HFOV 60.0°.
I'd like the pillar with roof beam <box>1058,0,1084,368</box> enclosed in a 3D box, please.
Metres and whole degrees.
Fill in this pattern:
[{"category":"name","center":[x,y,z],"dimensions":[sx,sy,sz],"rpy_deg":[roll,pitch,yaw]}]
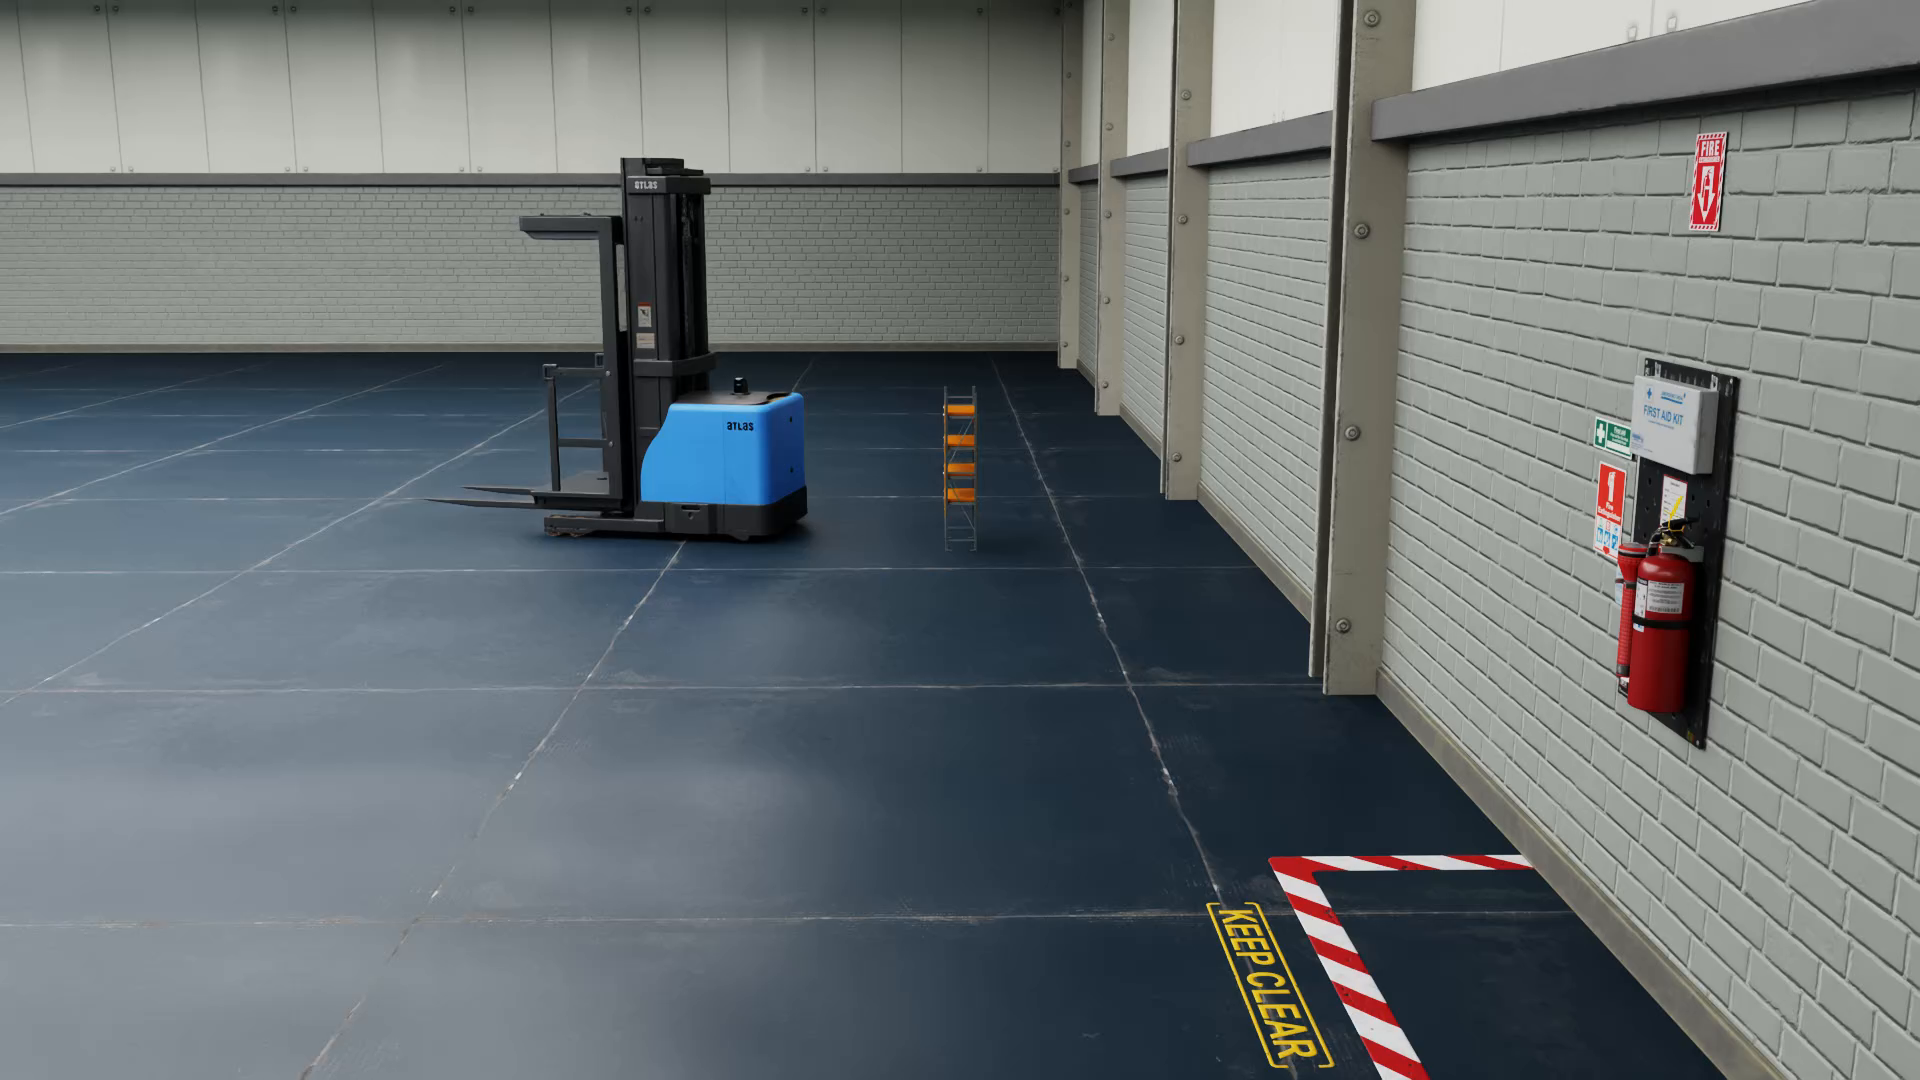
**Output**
[{"category":"pillar with roof beam","center":[-2.560,-7.178,25.806],"dimensions":[9.100,9.000,0.400],"rpy_deg":[0,11,-1]}]

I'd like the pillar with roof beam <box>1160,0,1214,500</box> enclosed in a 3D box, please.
[{"category":"pillar with roof beam","center":[-2.312,-4.792,14.048],"dimensions":[9.100,9.000,0.400],"rpy_deg":[0,11,-1]}]

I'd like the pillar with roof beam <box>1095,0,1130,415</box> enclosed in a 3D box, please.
[{"category":"pillar with roof beam","center":[-2.436,-5.985,19.927],"dimensions":[9.100,9.000,0.400],"rpy_deg":[0,11,-1]}]

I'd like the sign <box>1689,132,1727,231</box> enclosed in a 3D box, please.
[{"category":"sign","center":[2.326,-1.114,5.176],"dimensions":[0.001,0.298,0.199],"rpy_deg":[0,11,-1]}]

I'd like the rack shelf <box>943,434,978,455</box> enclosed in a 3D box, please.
[{"category":"rack shelf","center":[0.003,-0.708,12.747],"dimensions":[0.258,0.148,0.480],"rpy_deg":[0,11,-1]}]

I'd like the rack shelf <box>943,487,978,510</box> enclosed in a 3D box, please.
[{"category":"rack shelf","center":[0.003,-0.295,12.830],"dimensions":[0.258,0.148,0.480],"rpy_deg":[0,11,-1]}]

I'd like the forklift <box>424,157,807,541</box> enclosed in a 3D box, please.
[{"category":"forklift","center":[-2.834,-1.557,13.360],"dimensions":[3.031,2.935,1.130],"rpy_deg":[2,12,11]}]

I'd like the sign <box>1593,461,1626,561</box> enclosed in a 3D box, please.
[{"category":"sign","center":[2.318,-0.104,5.937],"dimensions":[0.001,0.329,0.234],"rpy_deg":[0,11,-1]}]

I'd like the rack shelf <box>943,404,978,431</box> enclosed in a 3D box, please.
[{"category":"rack shelf","center":[0.003,-0.940,12.699],"dimensions":[0.258,0.148,0.480],"rpy_deg":[0,11,-1]}]

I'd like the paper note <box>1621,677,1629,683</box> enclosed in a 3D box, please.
[{"category":"paper note","center":[2.292,0.420,5.659],"dimensions":[0.016,0.148,0.142],"rpy_deg":[0,11,-1]}]

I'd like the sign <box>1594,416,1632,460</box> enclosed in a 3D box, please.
[{"category":"sign","center":[2.310,-0.363,5.879],"dimensions":[0.001,0.109,0.331],"rpy_deg":[0,11,-1]}]

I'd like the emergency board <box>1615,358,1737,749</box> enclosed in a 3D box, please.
[{"category":"emergency board","center":[2.227,0.024,5.396],"dimensions":[0.194,1.169,0.643],"rpy_deg":[0,11,-1]}]

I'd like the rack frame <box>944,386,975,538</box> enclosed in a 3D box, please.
[{"category":"rack frame","center":[-0.002,-0.604,13.017],"dimensions":[0.240,1.200,0.015],"rpy_deg":[0,11,-1]}]

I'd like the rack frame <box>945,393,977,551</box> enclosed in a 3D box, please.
[{"category":"rack frame","center":[0.008,-0.507,12.539],"dimensions":[0.240,1.200,0.015],"rpy_deg":[0,11,-1]}]

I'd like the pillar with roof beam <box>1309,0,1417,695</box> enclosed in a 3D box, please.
[{"category":"pillar with roof beam","center":[-2.188,-3.600,8.169],"dimensions":[9.100,9.000,0.400],"rpy_deg":[0,11,-1]}]

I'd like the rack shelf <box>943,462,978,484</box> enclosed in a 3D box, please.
[{"category":"rack shelf","center":[0.003,-0.489,12.791],"dimensions":[0.258,0.148,0.480],"rpy_deg":[0,11,-1]}]

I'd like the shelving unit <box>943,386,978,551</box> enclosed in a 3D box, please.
[{"category":"shelving unit","center":[0.003,-0.555,12.778],"dimensions":[0.258,1.200,0.503],"rpy_deg":[0,11,-1]}]
